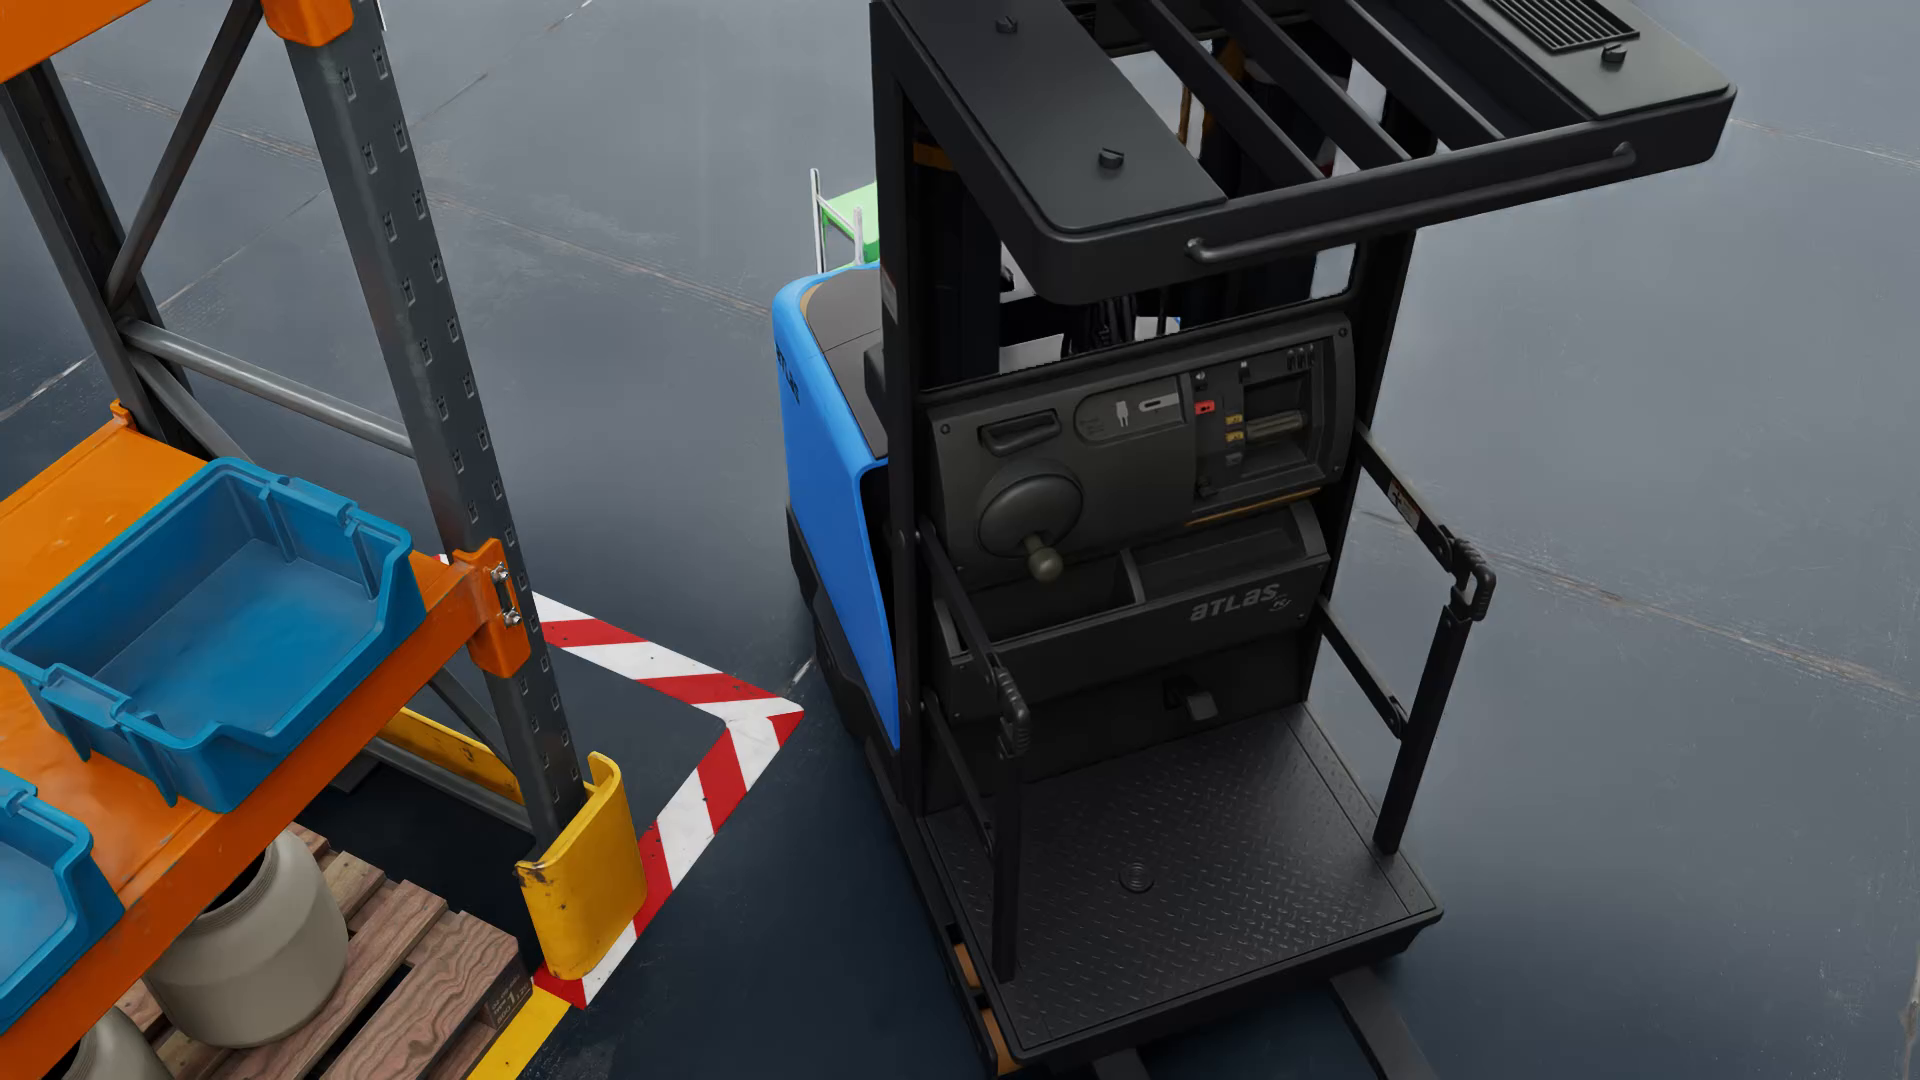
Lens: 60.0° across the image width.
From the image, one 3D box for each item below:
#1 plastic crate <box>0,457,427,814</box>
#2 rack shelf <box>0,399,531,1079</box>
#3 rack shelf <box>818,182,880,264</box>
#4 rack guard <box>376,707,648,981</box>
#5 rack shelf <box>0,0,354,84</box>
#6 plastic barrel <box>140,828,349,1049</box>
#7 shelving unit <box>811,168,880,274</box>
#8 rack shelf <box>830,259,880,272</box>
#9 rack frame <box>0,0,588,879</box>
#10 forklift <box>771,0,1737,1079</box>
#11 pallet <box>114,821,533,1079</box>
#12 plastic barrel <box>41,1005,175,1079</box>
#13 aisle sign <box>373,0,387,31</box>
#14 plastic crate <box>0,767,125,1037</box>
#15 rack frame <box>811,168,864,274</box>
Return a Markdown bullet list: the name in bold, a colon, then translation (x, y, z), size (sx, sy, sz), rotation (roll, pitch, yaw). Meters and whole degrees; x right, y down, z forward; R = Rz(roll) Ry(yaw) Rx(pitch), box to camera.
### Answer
- **plastic crate**: translation (-1.362, 0.166, 3.081), size (0.499, 0.251, 0.616), rotation (20, 49, 19)
- **rack shelf**: translation (-2.323, 1.212, 2.448), size (1.077, 0.370, 4.000), rotation (20, 49, 19)
- **rack shelf**: translation (-0.136, -0.922, 4.732), size (0.480, 0.148, 0.258), rotation (-26, 51, -24)
- **rack guard**: translation (-1.389, 0.642, 4.264), size (1.175, 0.500, 0.348), rotation (20, 49, 19)
- **rack shelf**: translation (-2.323, 0.158, 1.382), size (1.077, 0.370, 4.000), rotation (20, 49, 19)
- **plastic barrel**: translation (-1.633, 0.866, 3.739), size (0.421, 0.512, 0.421), rotation (0, 45, 0)
- **shelving unit**: translation (-0.136, -0.629, 5.028), size (0.503, 1.200, 0.258), rotation (-26, 51, -24)
- **rack shelf**: translation (-0.136, -0.753, 4.903), size (0.480, 0.148, 0.258), rotation (-26, 51, -24)
- **rack frame**: translation (-1.395, -0.300, 3.438), size (1.000, 3.000, 0.127), rotation (20, 49, 19)
- **forklift**: translation (0.468, -0.094, 3.282), size (1.130, 2.935, 3.031), rotation (-15, 47, -14)
- **pallet**: translation (-1.771, 1.253, 3.863), size (1.003, 0.211, 1.213), rotation (20, 49, 19)
- **plastic barrel**: translation (-1.866, 1.182, 3.427), size (0.421, 0.512, 0.421), rotation (0, 45, 0)
- **aisle sign**: translation (-1.099, -1.161, 2.461), size (0.394, 0.787, 0.004), rotation (20, 49, 19)
- **plastic crate**: translation (-1.669, 0.573, 2.679), size (0.499, 0.251, 0.408), rotation (20, 49, 19)
- **rack frame**: translation (-0.336, -0.530, 4.930), size (0.015, 1.200, 0.240), rotation (-26, 51, -24)
